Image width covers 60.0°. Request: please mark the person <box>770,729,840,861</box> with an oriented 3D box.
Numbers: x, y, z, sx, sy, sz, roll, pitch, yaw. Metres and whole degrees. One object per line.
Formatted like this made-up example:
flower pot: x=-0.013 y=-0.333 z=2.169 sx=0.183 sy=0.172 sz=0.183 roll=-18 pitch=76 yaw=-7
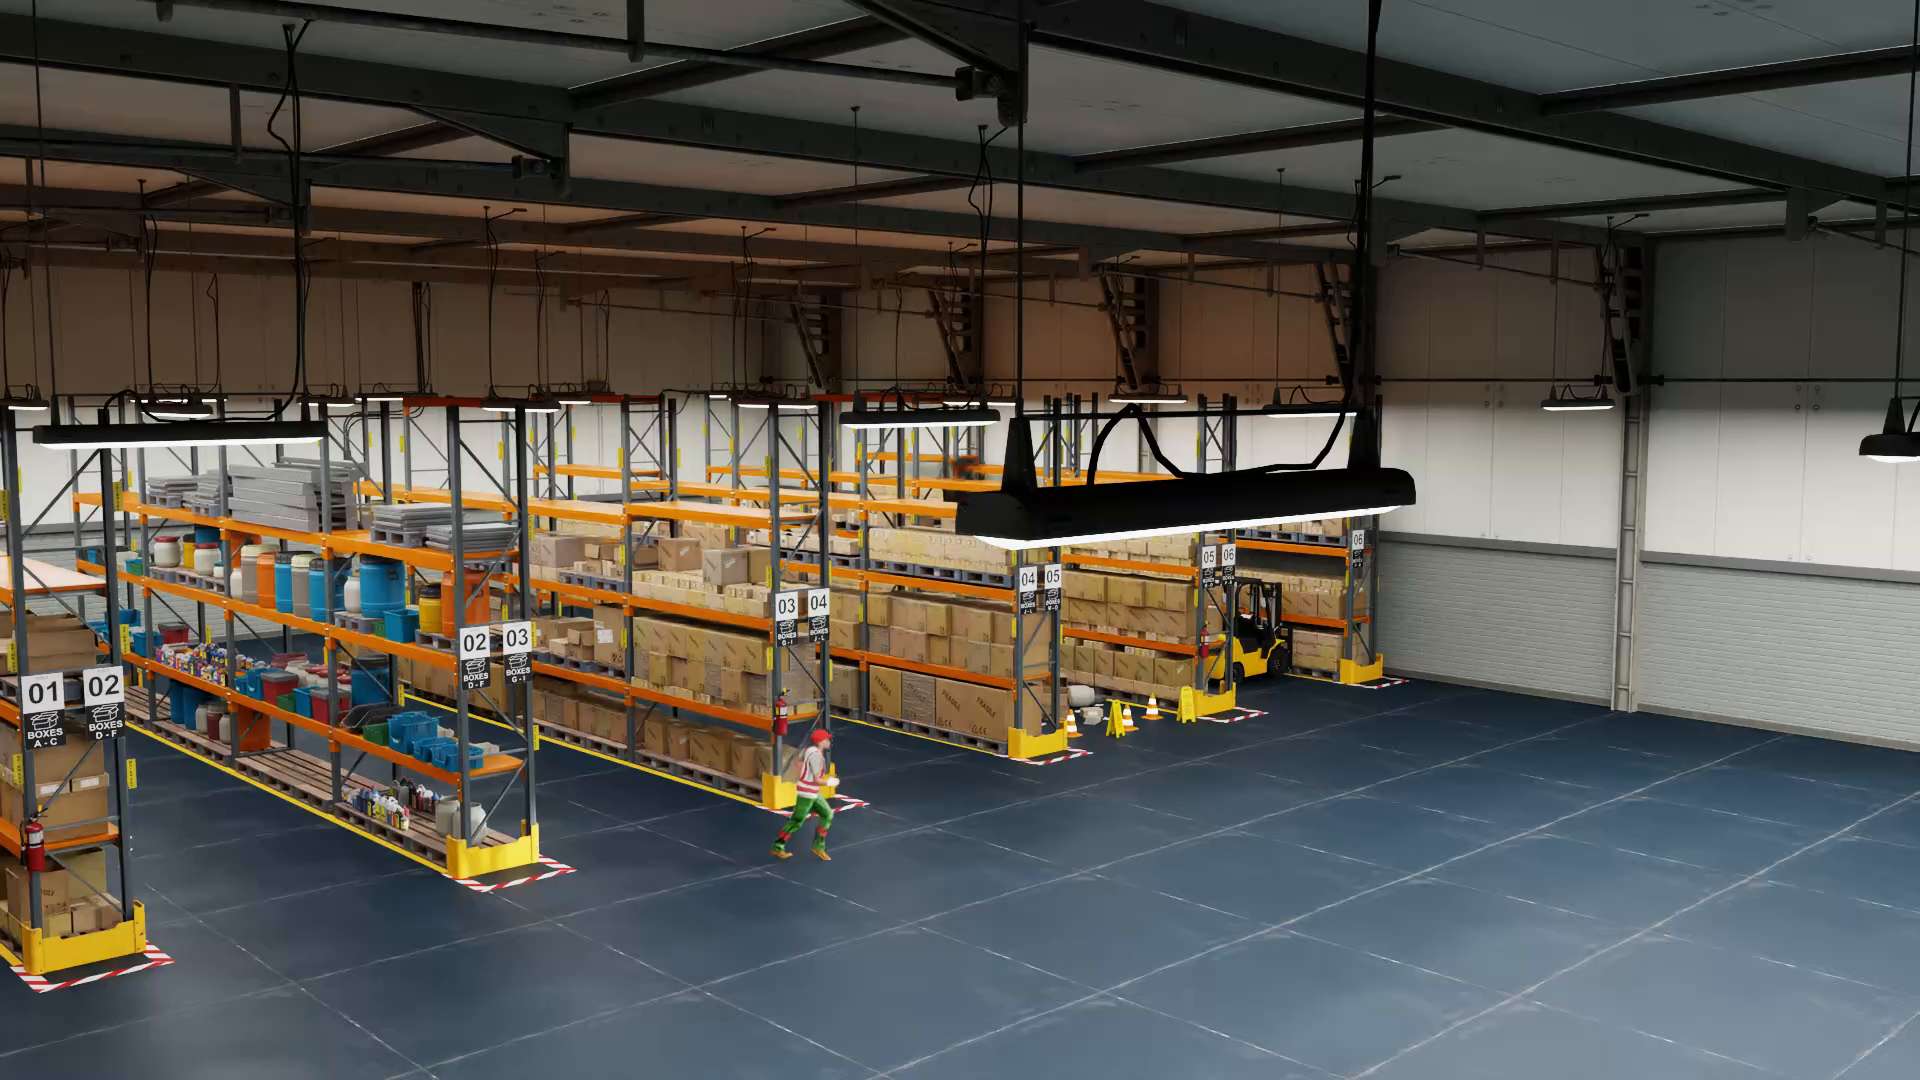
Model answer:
person: x=-2.040 y=3.365 z=21.825 sx=0.923 sy=1.775 sz=0.672 roll=0 pitch=6 yaw=-4
